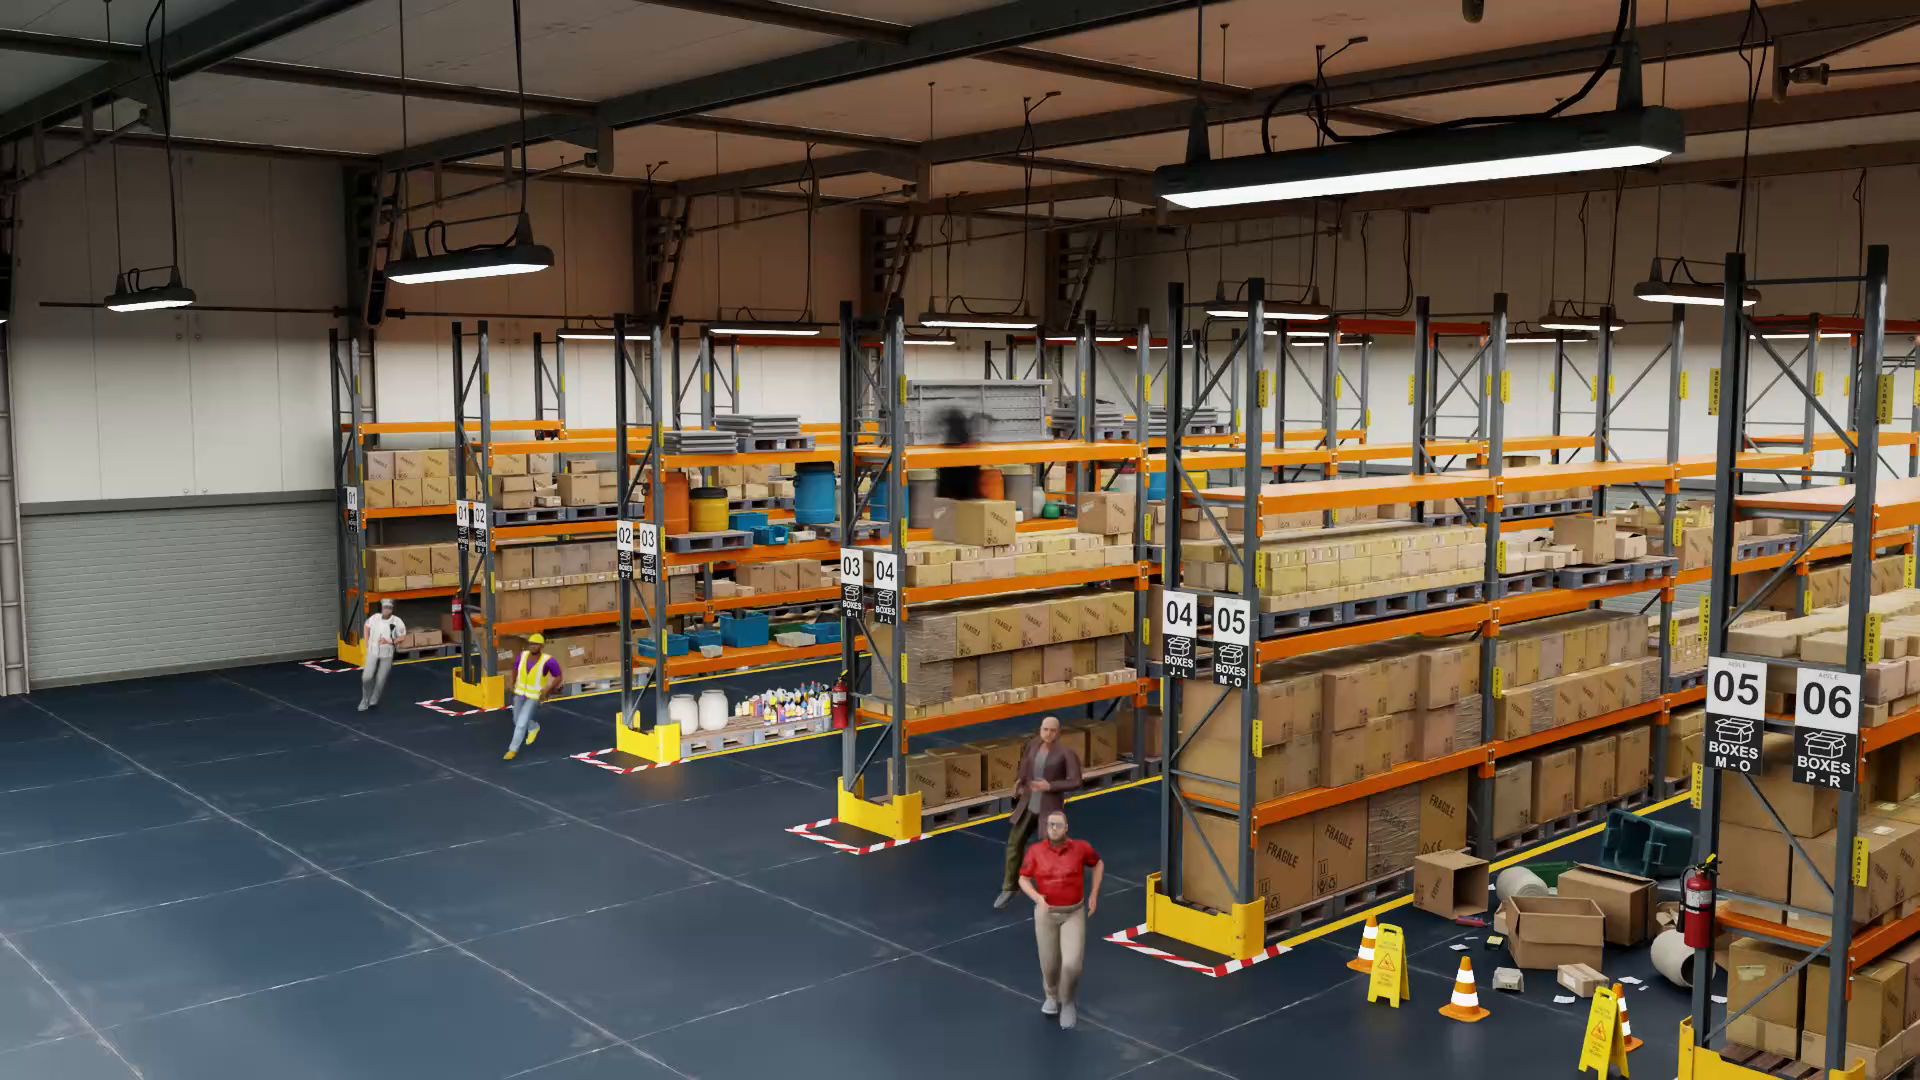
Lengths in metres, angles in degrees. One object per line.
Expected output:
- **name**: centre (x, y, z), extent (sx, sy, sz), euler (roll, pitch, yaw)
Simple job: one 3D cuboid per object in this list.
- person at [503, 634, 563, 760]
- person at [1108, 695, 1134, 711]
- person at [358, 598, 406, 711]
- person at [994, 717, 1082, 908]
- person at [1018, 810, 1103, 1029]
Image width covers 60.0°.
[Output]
- **person**: centre (-5.758, 2.097, 22.595), extent (0.717, 1.701, 0.828), euler (2, 6, 18)
- **person**: centre (2.406, 1.968, 24.153), extent (0.563, 1.628, 0.639), euler (4, 7, 36)
- **person**: centre (-8.964, 1.774, 25.785), extent (0.739, 1.785, 0.665), euler (-1, 6, -11)
- **person**: centre (0.808, 2.512, 15.524), extent (0.733, 1.755, 0.957), euler (4, 7, 33)
- **person**: centre (0.791, 3.023, 13.231), extent (0.662, 1.730, 0.681), euler (1, 6, 9)
